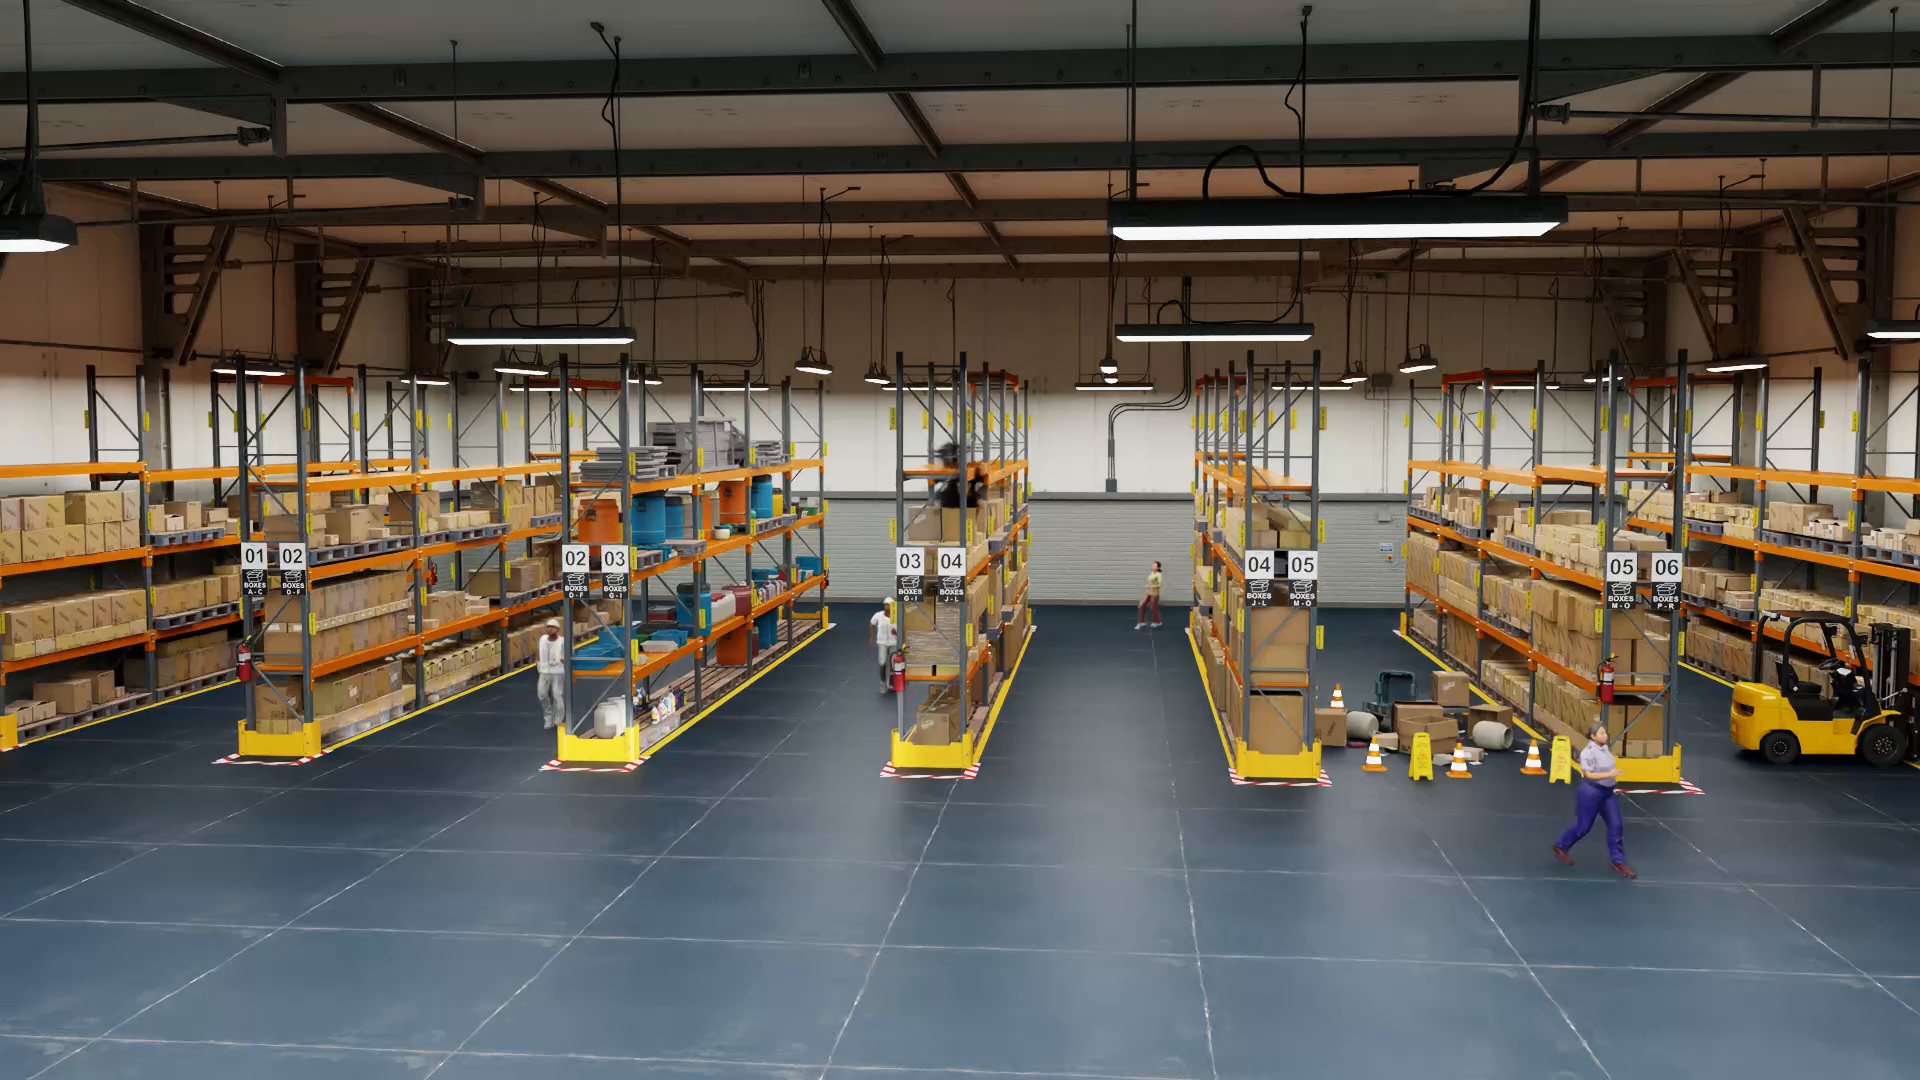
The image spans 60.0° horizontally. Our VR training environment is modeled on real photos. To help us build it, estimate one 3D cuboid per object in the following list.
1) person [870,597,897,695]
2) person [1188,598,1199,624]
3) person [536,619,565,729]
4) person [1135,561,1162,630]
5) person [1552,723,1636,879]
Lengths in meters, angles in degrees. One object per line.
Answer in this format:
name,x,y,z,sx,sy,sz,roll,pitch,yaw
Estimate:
person,-1.327,1.949,30.640,0.671,1.801,0.728,0,4,-3
person,5.936,1.307,40.822,0.796,1.707,0.688,1,4,19
person,-6.665,2.208,27.147,0.660,1.823,0.629,0,4,5
person,4.633,1.329,39.922,0.809,1.663,0.577,-3,5,-33
person,7.050,2.854,18.442,0.595,1.665,0.904,-3,5,-38
